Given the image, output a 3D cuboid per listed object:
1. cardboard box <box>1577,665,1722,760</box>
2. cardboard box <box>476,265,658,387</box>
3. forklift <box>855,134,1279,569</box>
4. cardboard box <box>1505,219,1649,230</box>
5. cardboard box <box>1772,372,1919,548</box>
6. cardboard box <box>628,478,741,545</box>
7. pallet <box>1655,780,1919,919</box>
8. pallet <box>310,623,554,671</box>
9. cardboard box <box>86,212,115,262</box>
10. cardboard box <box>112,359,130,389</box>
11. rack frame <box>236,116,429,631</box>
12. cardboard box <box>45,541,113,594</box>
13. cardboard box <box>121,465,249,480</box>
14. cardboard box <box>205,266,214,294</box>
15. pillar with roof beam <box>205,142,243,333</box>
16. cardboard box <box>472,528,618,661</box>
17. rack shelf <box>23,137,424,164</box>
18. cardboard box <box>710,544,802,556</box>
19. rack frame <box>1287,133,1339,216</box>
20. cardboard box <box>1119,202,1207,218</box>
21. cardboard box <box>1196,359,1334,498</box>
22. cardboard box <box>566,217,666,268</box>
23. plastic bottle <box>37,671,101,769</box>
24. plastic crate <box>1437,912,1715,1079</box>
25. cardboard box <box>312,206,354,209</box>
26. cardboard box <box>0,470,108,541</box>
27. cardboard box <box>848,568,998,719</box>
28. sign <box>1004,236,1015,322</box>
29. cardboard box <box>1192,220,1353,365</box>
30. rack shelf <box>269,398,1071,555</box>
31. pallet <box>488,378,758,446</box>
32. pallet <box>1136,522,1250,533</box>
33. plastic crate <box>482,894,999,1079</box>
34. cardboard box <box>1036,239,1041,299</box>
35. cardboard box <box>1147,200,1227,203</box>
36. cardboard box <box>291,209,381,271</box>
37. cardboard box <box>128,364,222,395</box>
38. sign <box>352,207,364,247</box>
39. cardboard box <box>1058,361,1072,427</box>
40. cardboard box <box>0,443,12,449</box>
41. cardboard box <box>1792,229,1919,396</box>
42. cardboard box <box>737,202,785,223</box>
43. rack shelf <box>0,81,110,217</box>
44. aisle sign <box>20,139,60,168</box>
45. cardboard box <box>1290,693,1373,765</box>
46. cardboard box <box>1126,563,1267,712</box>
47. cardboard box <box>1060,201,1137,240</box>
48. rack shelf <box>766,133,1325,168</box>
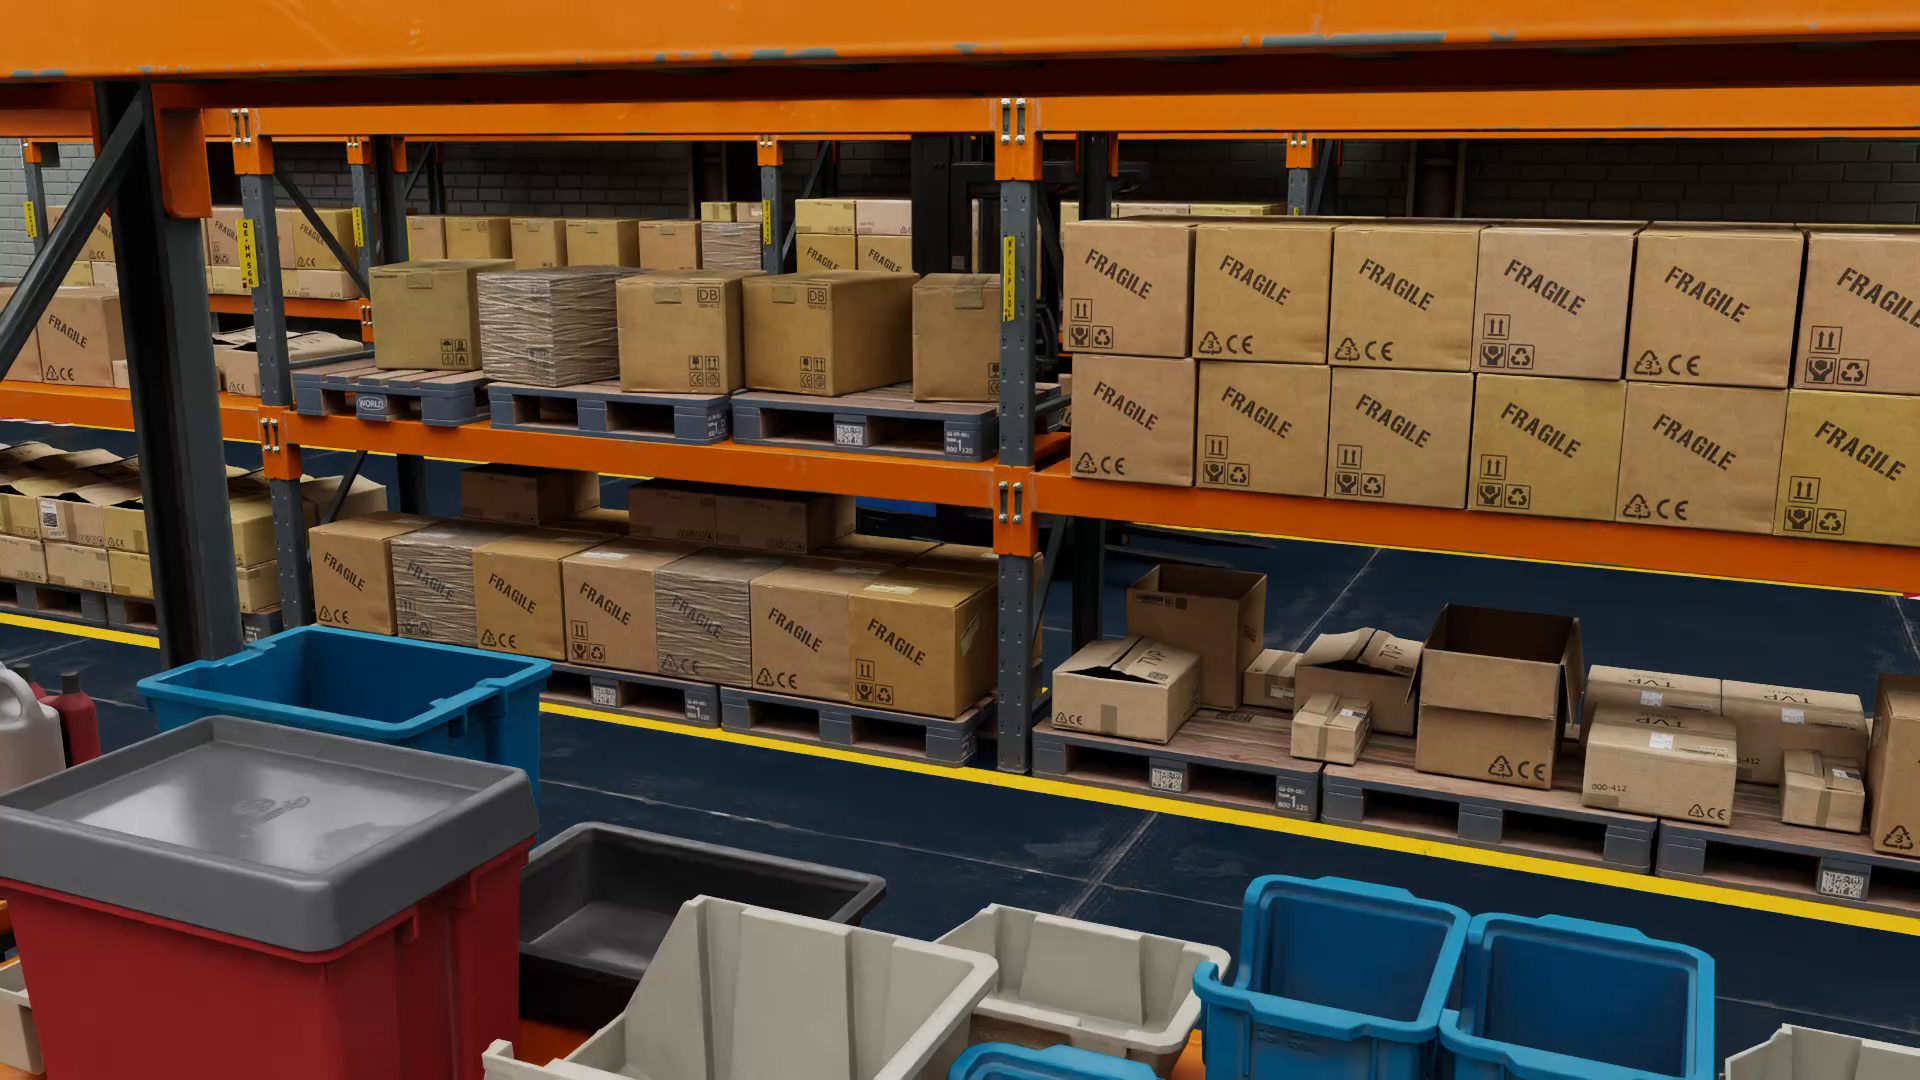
[{"bbox_3d":[2.775,0.718,6.685,0.500,0.250,0.500,6,14,23],"label":"cardboard box"},{"bbox_3d":[-1.862,-1.039,7.977,0.500,0.500,0.700,9,16,34],"label":"cardboard box"},{"bbox_3d":[0.510,-1.307,10.411,3.031,2.935,1.130,9,16,34],"label":"forklift"},{"bbox_3d":[2.371,-0.977,6.445,0.500,0.500,0.500,6,14,23],"label":"cardboard box"},{"bbox_3d":[3.076,-0.285,5.685,0.500,0.500,0.500,6,14,24],"label":"cardboard box"},{"bbox_3d":[-1.302,-0.171,8.287,0.500,0.250,0.500,5,14,22],"label":"cardboard box"},{"bbox_3d":[3.273,1.073,6.222,1.213,0.211,1.003,6,14,23],"label":"pallet"},{"bbox_3d":[-2.575,0.490,8.705,1.213,0.211,1.003,6,14,23],"label":"pallet"},{"bbox_3d":[-7.792,-2.867,15.550,0.500,0.500,0.500,6,14,23],"label":"cardboard box"},{"bbox_3d":[-4.432,-0.929,9.196,0.250,0.149,0.380,7,15,27],"label":"cardboard box"},{"bbox_3d":[-3.243,-0.945,8.715,0.127,3.000,1.000,6,14,23],"label":"rack frame"},{"bbox_3d":[-4.754,0.098,9.373,0.500,0.250,0.500,6,15,25],"label":"cardboard box"},{"bbox_3d":[-4.552,-0.288,9.788,0.500,0.311,0.500,5,14,22],"label":"cardboard box"},{"bbox_3d":[-6.831,-2.405,15.221,0.500,0.250,0.500,6,14,24],"label":"cardboard box"},{"bbox_3d":[-9.307,-4.857,12.257,0.400,9.000,9.100,6,14,23],"label":"pillar with roof beam"},{"bbox_3d":[-2.005,0.255,8.113,0.500,0.500,0.500,6,14,22],"label":"cardboard box"},{"bbox_3d":[-6.725,-3.645,15.231,4.000,0.370,1.077,6,14,23],"label":"rack shelf"},{"bbox_3d":[-0.875,0.238,8.185,0.500,0.500,0.500,6,14,24],"label":"cardboard box"},{"bbox_3d":[2.417,-1.610,11.549,0.127,3.000,1.000,6,14,23],"label":"rack frame"},{"bbox_3d":[1.423,-2.217,11.582,0.500,0.250,0.500,6,15,24],"label":"cardboard box"},{"bbox_3d":[1.240,-0.473,6.484,0.500,0.500,0.500,6,15,24],"label":"cardboard box"},{"bbox_3d":[-2.822,-2.395,13.712,0.500,0.500,0.700,6,14,23],"label":"cardboard box"},{"bbox_3d":[-1.758,0.393,3.268,0.133,0.283,0.061,6,14,23],"label":"plastic bottle"},{"bbox_3d":[0.766,0.669,2.075,0.300,0.233,0.416,6,14,23],"label":"plastic crate"},{"bbox_3d":[-5.713,-2.787,15.211,0.500,0.500,0.500,6,14,23],"label":"cardboard box"},{"bbox_3d":[-5.217,-0.221,9.505,0.500,0.311,0.500,6,15,25],"label":"cardboard box"},{"bbox_3d":[-0.153,0.442,7.312,0.500,0.500,0.500,6,14,23],"label":"cardboard box"},{"bbox_3d":[0.193,-1.022,6.510,0.005,0.325,0.100,6,14,23],"label":"sign"},{"bbox_3d":[1.203,-0.960,6.373,0.500,0.500,0.500,5,14,21],"label":"cardboard box"},{"bbox_3d":[-1.414,-0.409,8.009,4.000,0.370,1.077,6,14,23],"label":"rack shelf"},{"bbox_3d":[-1.463,-0.672,7.974,1.213,0.211,1.003,6,14,23],"label":"pallet"},{"bbox_3d":[1.681,-0.308,12.104,1.213,0.211,1.003,6,14,23],"label":"pallet"},{"bbox_3d":[-0.274,0.668,1.971,0.530,0.282,0.437,6,14,23],"label":"plastic crate"},{"bbox_3d":[0.508,-1.941,12.049,0.500,0.500,0.500,6,15,25],"label":"cardboard box"},{"bbox_3d":[1.621,-2.322,12.029,0.500,0.250,0.500,6,14,24],"label":"cardboard box"},{"bbox_3d":[-5.454,-2.631,14.543,0.500,0.500,0.500,6,14,23],"label":"cardboard box"},{"bbox_3d":[-4.177,-0.848,8.852,0.250,0.149,0.380,6,14,23],"label":"cardboard box"},{"bbox_3d":[-5.110,-2.657,14.118,0.005,0.325,0.100,6,14,23],"label":"sign"},{"bbox_3d":[0.957,-0.882,12.235,0.750,0.750,0.750,6,15,25],"label":"cardboard box"},{"bbox_3d":[-6.414,-0.476,10.590,0.500,0.311,0.500,6,14,23],"label":"cardboard box"},{"bbox_3d":[3.091,-0.770,5.564,0.500,0.500,0.500,6,15,25],"label":"cardboard box"},{"bbox_3d":[-1.567,-2.584,13.099,0.250,0.149,0.380,4,14,16],"label":"cardboard box"},{"bbox_3d":[-3.424,-0.836,3.258,4.000,0.370,1.077,6,14,23],"label":"rack shelf"},{"bbox_3d":[-8.741,-3.930,15.745,0.004,0.787,0.394,6,14,23],"label":"aisle sign"},{"bbox_3d":[1.506,0.753,6.721,0.250,0.166,0.380,6,14,23],"label":"cardboard box"},{"bbox_3d":[1.050,0.422,7.401,0.500,0.500,0.500,6,14,23],"label":"cardboard box"},{"bbox_3d":[0.957,-2.264,11.783,0.500,0.250,0.500,6,15,24],"label":"cardboard box"},{"bbox_3d":[0.589,-2.905,12.077,4.000,0.370,1.077,6,14,23],"label":"rack shelf"}]
